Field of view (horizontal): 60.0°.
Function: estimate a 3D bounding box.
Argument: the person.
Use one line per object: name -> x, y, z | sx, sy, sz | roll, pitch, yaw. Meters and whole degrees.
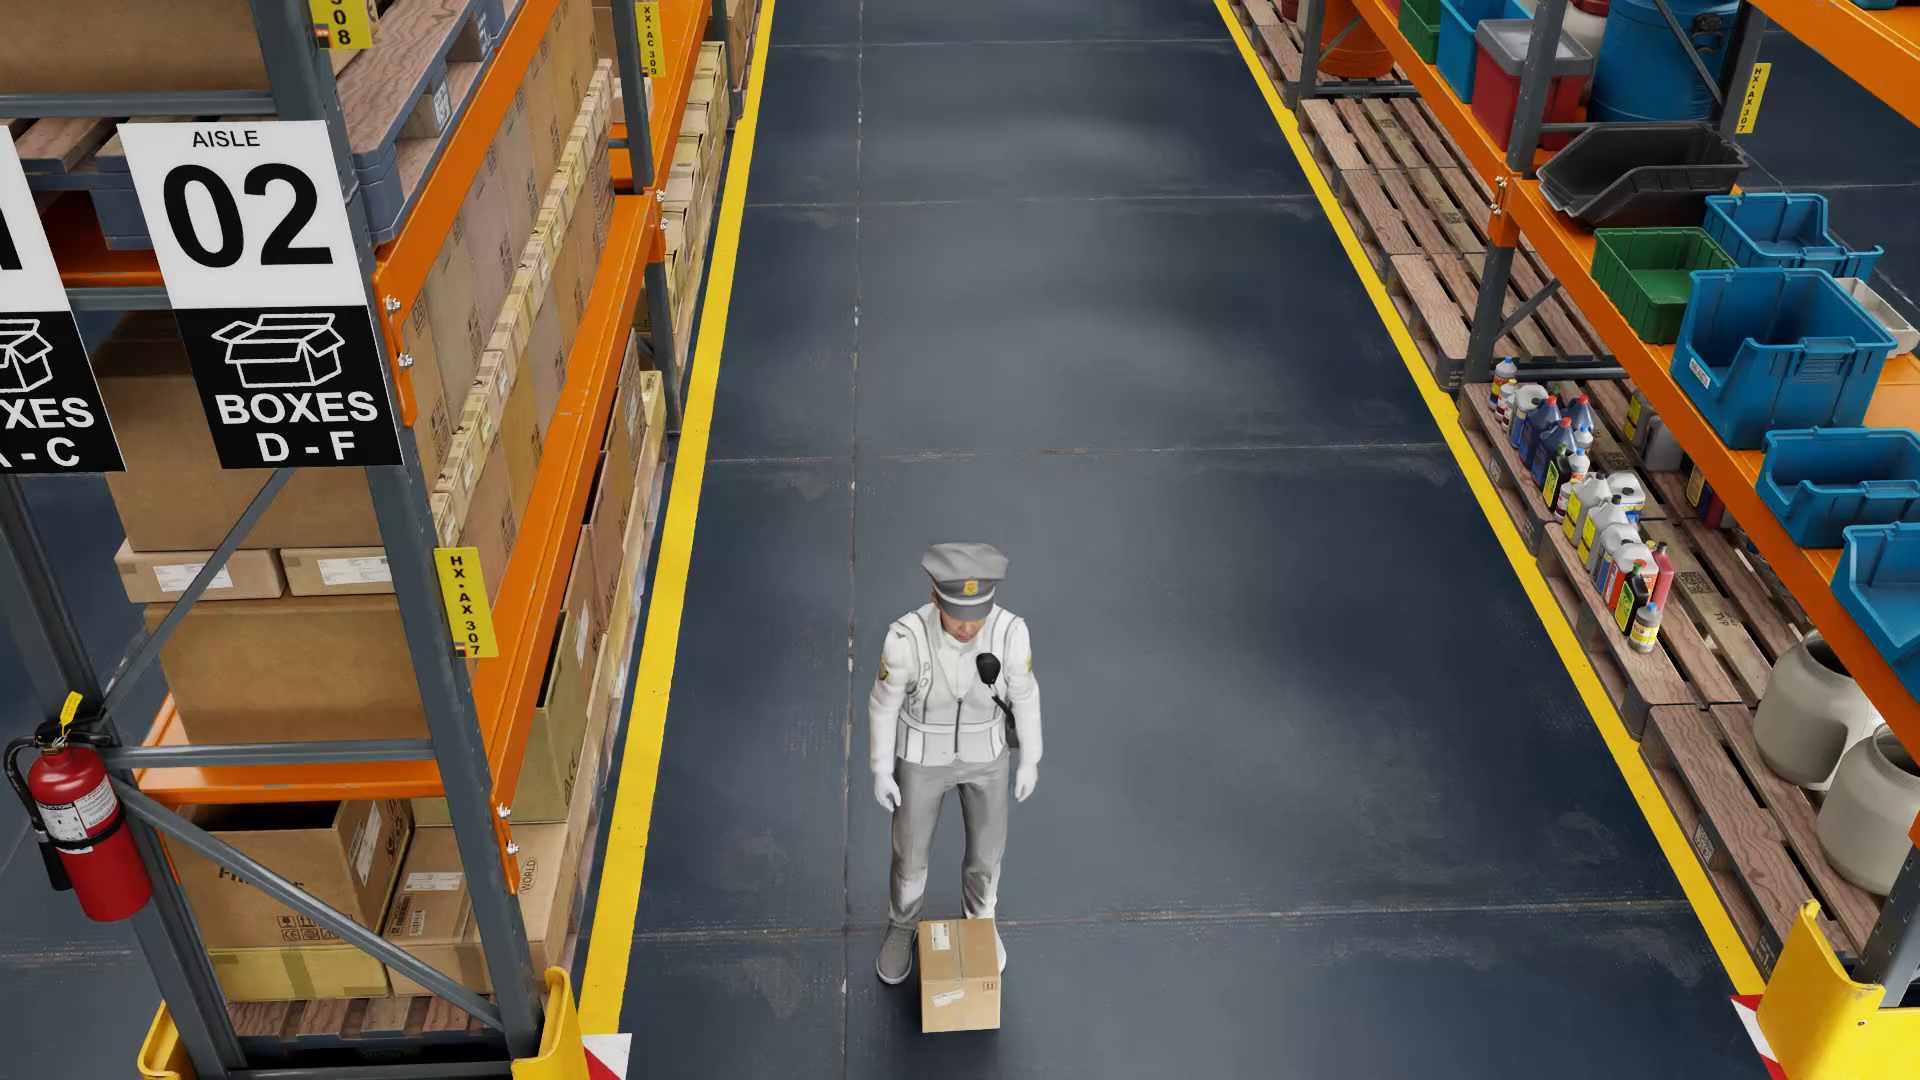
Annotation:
person -> -0.016, 0.692, 5.168 | 0.547, 1.667, 0.370 | -3, 36, -5
